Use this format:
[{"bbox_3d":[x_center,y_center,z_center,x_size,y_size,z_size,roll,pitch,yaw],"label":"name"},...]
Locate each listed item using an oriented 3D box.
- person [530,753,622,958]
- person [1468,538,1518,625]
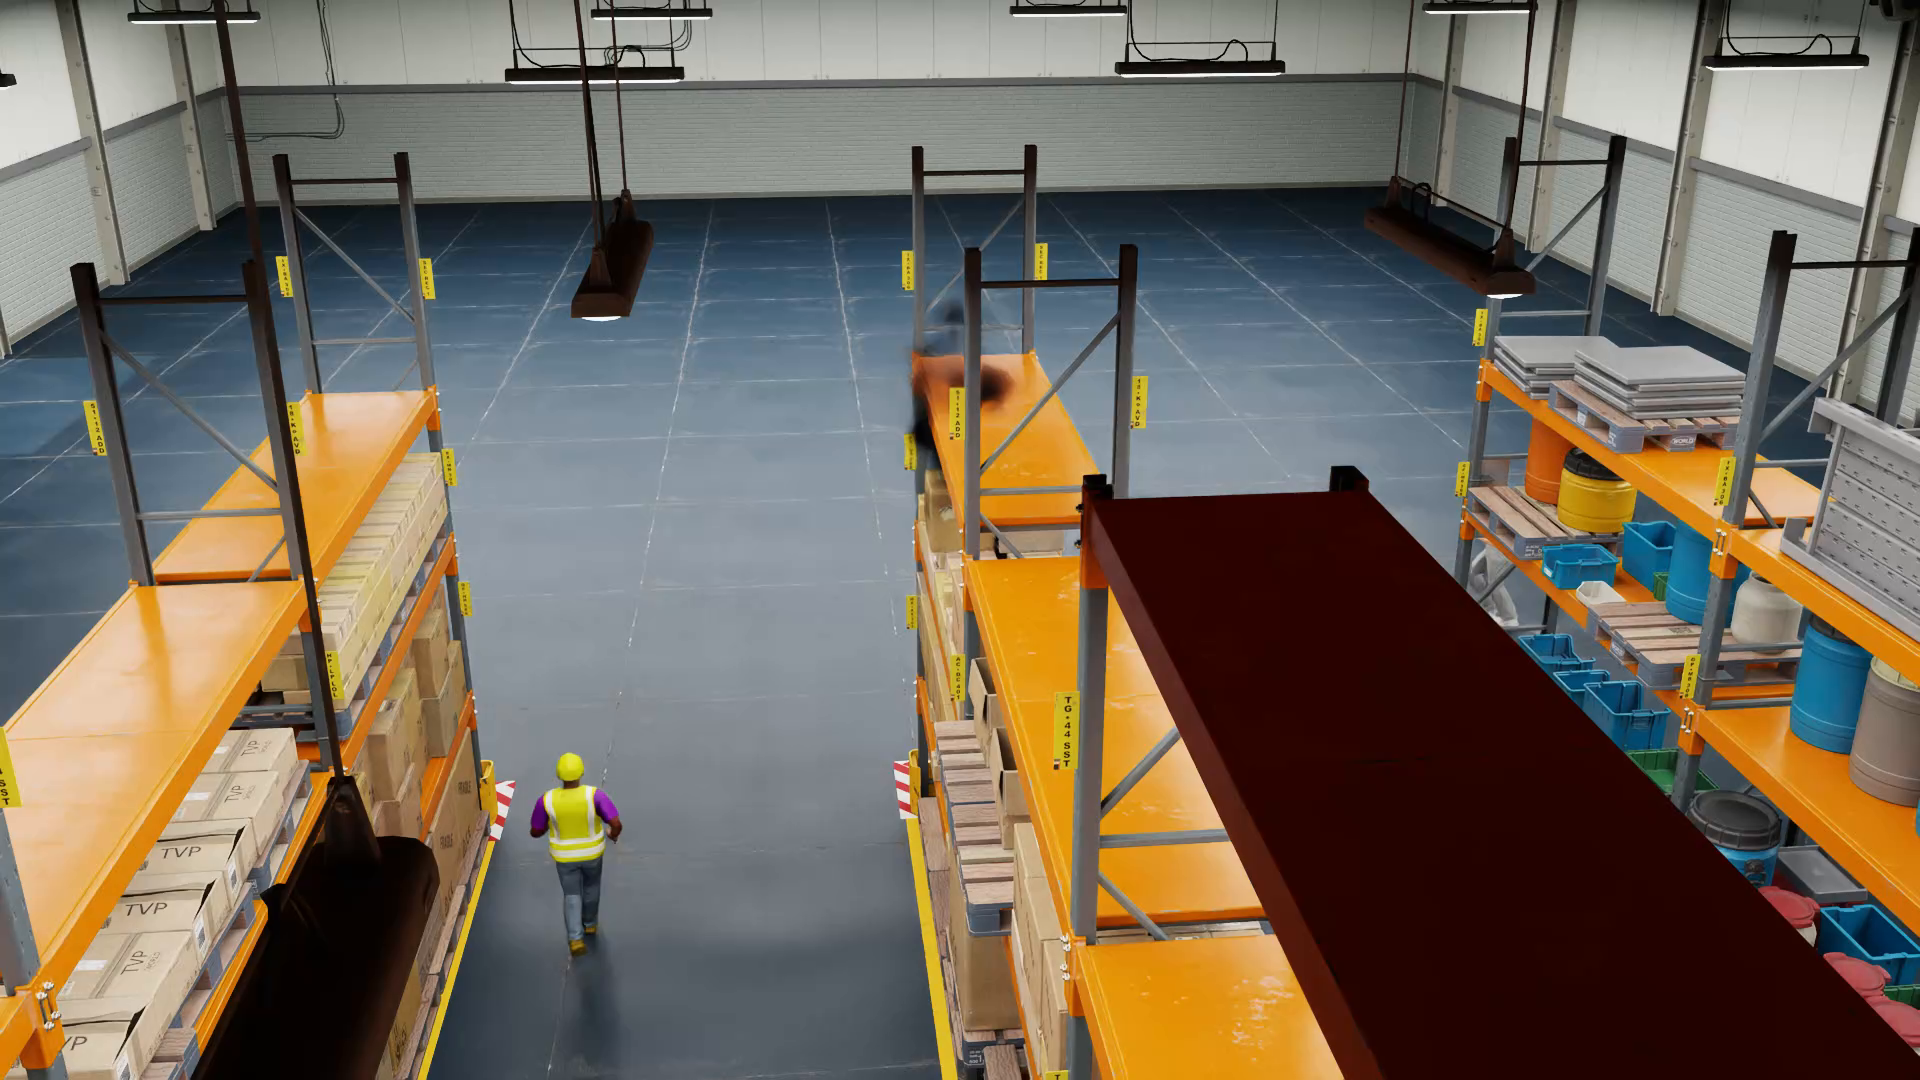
[{"bbox_3d":[-2.987,2.469,13.033,0.700,1.768,0.935,-5,22,-12],"label":"person"},{"bbox_3d":[6.074,0.191,18.898,0.686,1.681,0.538,7,23,18],"label":"person"}]
